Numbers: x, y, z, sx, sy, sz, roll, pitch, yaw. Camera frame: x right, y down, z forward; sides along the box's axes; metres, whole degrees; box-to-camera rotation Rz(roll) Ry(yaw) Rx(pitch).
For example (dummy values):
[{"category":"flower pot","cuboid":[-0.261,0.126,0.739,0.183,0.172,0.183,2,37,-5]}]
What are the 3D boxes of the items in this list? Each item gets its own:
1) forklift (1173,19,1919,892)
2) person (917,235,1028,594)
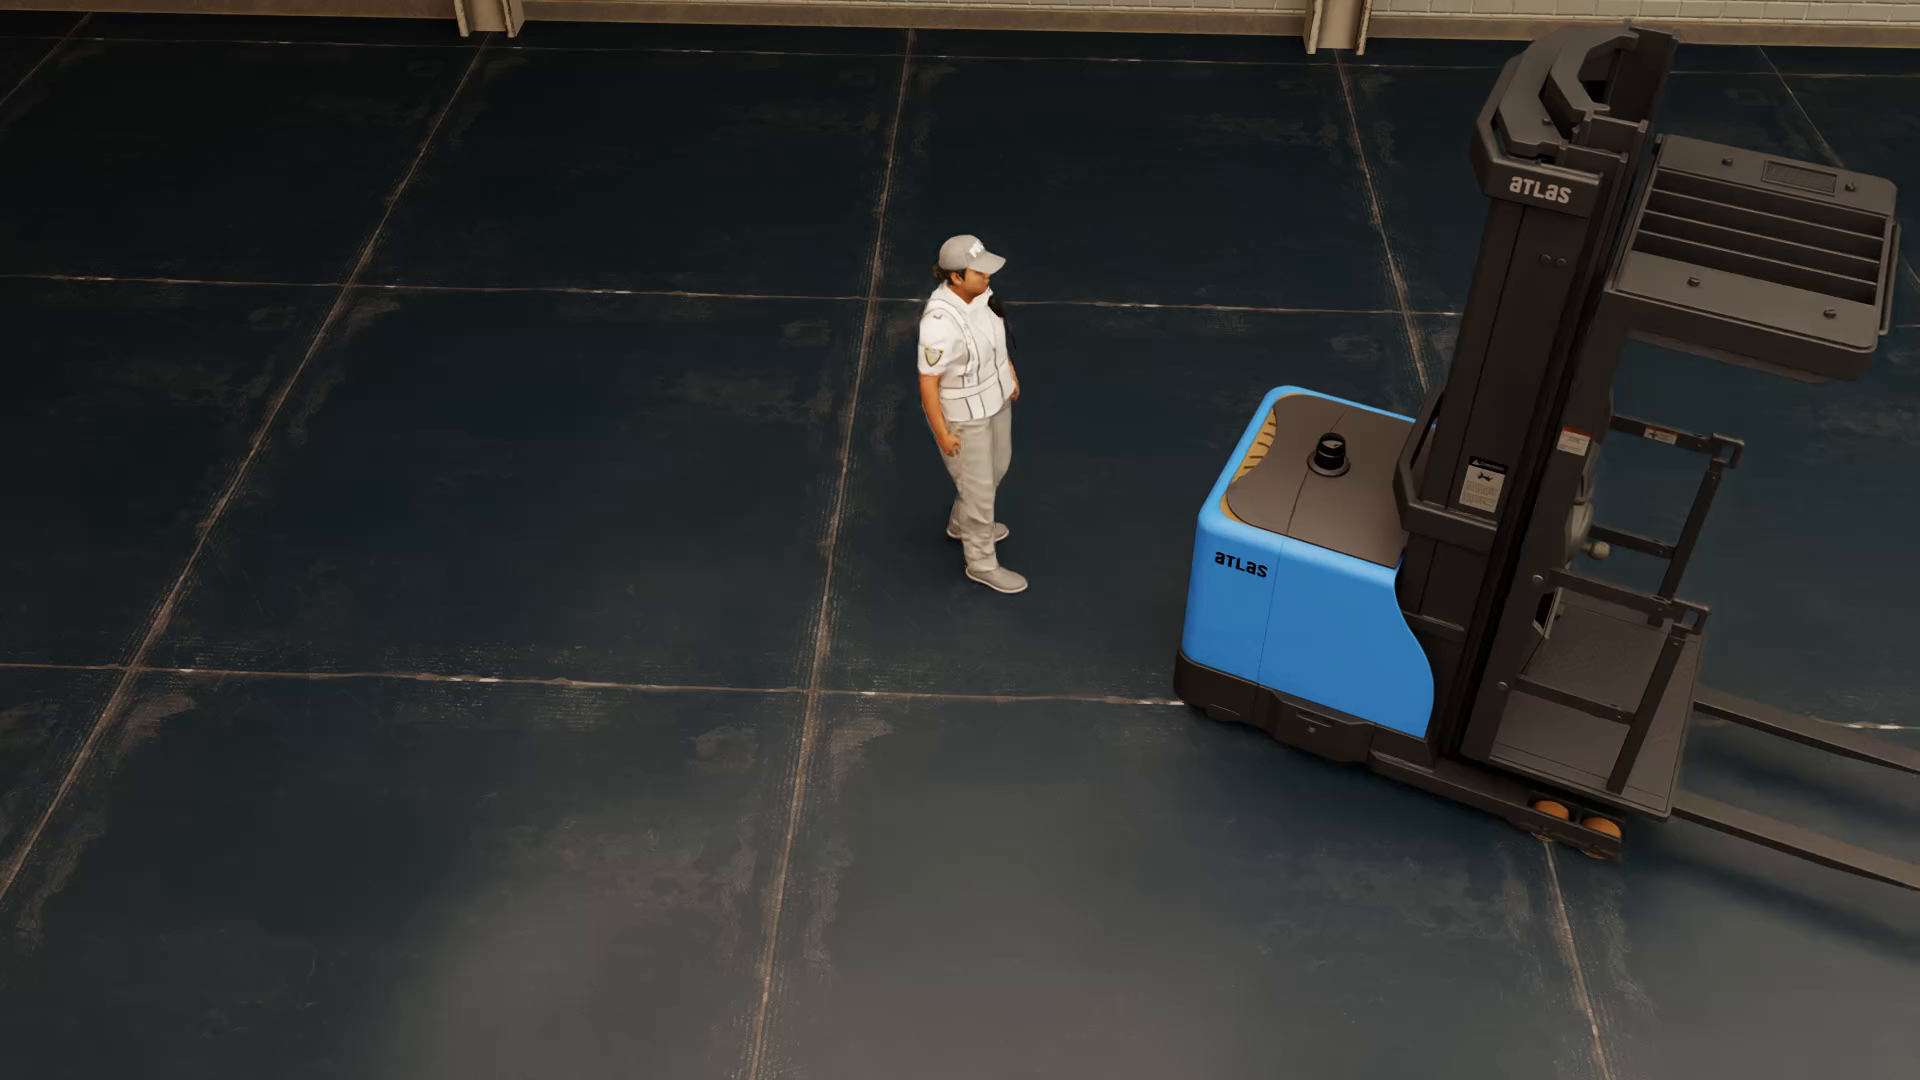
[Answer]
[{"category":"forklift","cuboid":[2.469,-0.242,6.008,3.031,2.935,1.130,18,45,19]},{"category":"person","cuboid":[0.131,-0.567,7.320,0.584,1.663,0.588,20,46,21]}]
